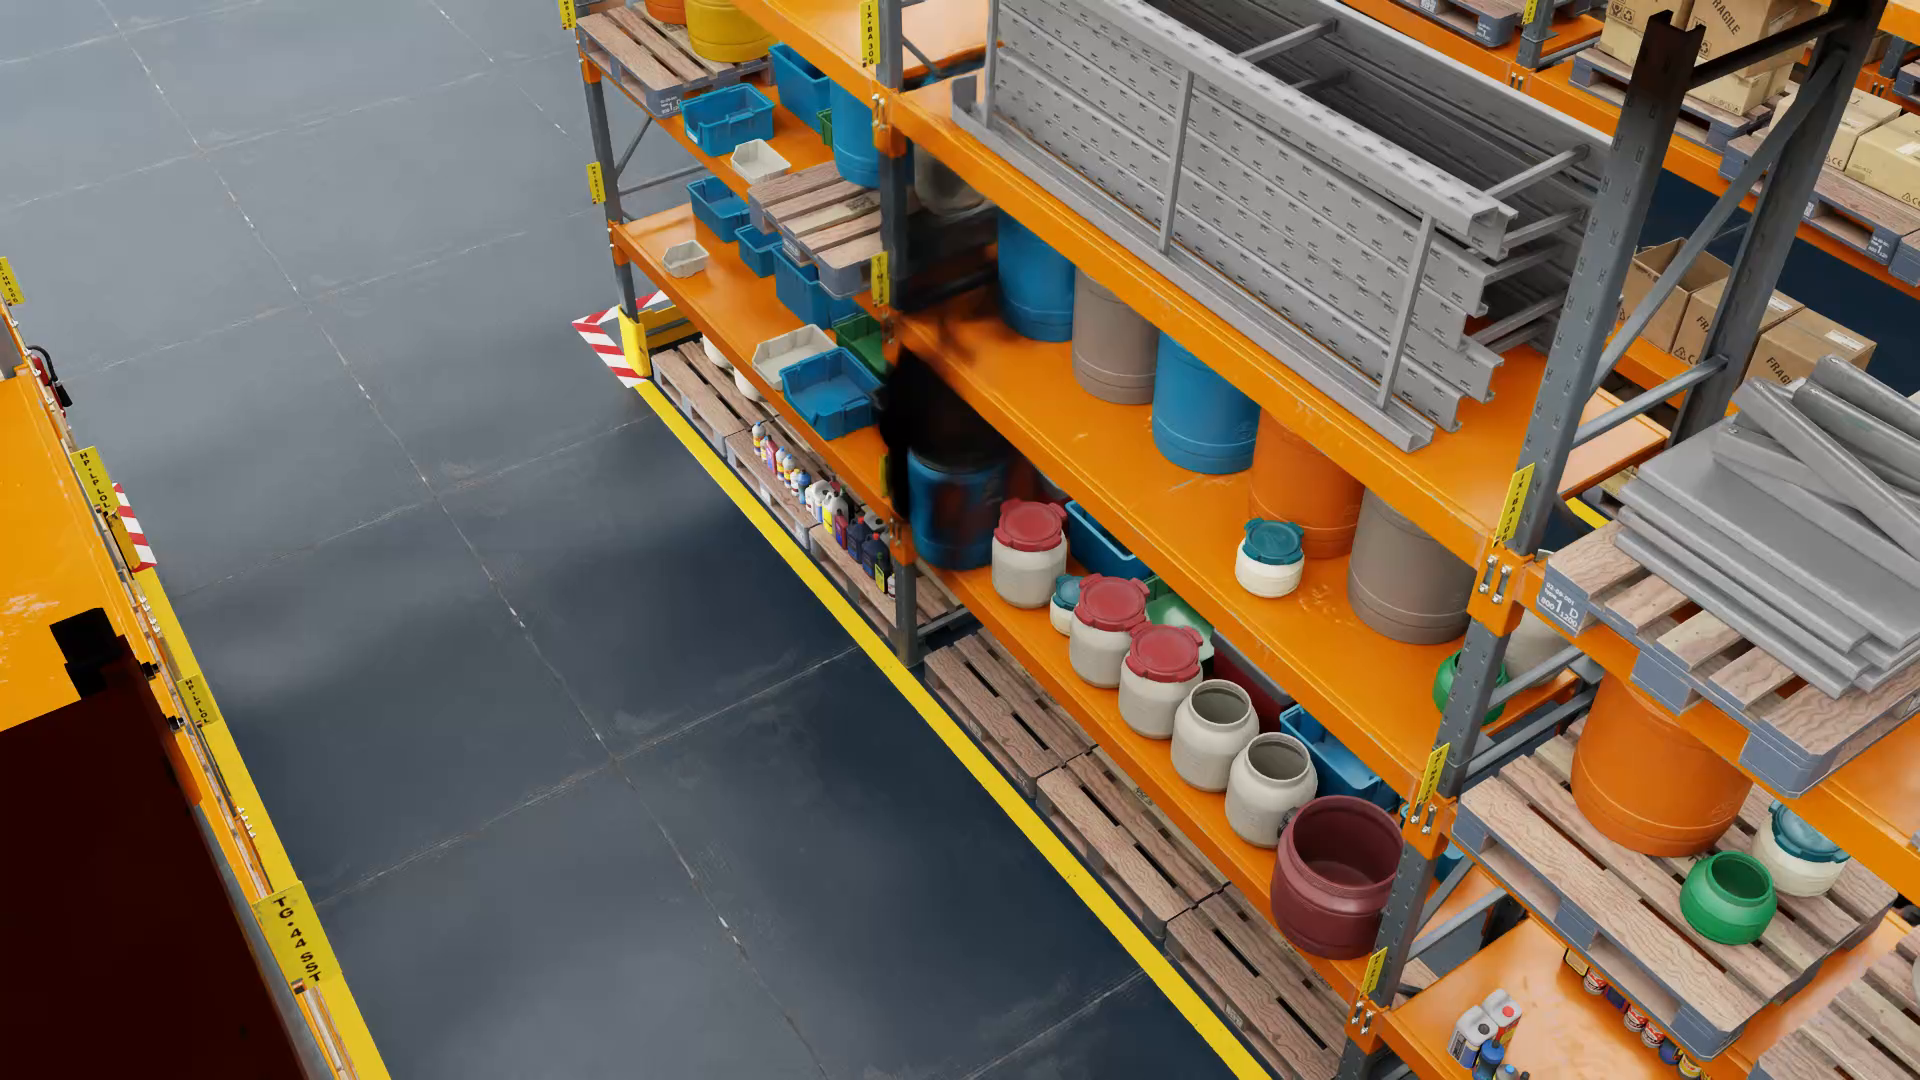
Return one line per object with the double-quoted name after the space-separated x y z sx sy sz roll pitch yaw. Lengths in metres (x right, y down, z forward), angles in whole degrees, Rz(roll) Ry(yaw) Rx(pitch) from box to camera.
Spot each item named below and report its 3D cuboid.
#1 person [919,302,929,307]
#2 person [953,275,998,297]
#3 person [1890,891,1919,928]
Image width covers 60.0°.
-0.502 -2.598 12.882 0.674 1.881 0.702 -25 48 -24 "person"
0.150 -2.052 12.325 0.725 1.718 0.566 30 50 28 "person"
4.754 1.852 8.499 0.635 1.770 0.756 -31 51 -29 "person"
